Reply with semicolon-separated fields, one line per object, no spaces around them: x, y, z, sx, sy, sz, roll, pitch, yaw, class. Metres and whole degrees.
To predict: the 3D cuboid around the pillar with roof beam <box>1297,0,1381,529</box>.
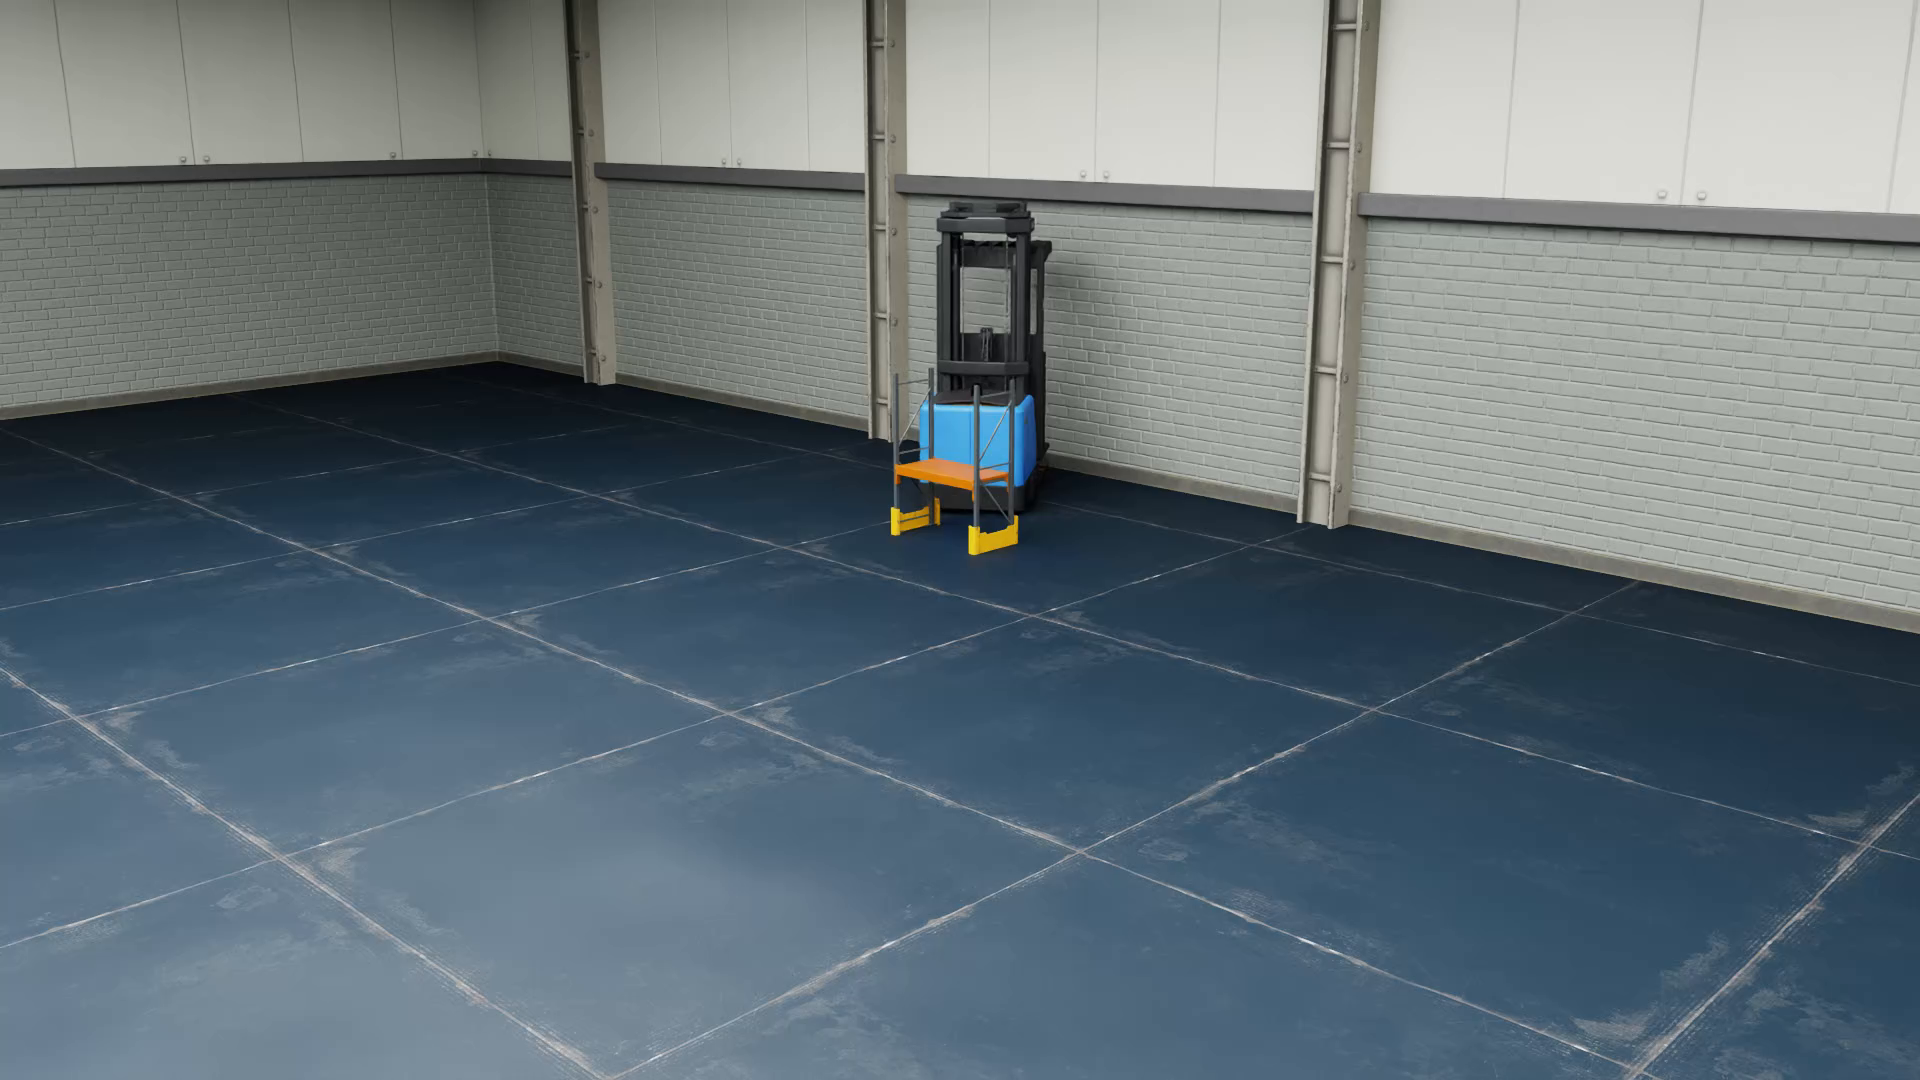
0.479;-3.739;11.752;0.400;9.000;9.100;14;20;42;pillar with roof beam

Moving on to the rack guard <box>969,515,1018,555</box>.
0.304;-0.047;14.935;0.087;0.250;0.587;14;20;42;rack guard

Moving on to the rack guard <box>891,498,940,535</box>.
-0.413;-0.221;15.604;0.087;0.250;0.587;14;20;42;rack guard

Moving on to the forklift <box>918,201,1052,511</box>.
0.348;-2.021;17.192;1.130;2.935;3.031;2;15;9;forklift

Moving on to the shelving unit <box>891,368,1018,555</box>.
-0.055;-0.739;15.112;1.083;1.500;0.587;14;20;42;shelving unit

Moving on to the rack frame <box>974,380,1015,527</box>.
0.305;-0.652;14.777;0.032;1.500;0.500;14;20;42;rack frame

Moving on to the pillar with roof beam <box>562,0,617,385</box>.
-8.159;-5.839;19.812;0.400;9.000;9.100;14;20;42;pillar with roof beam

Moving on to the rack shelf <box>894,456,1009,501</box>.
-0.061;-0.567;15.164;1.000;0.185;0.538;14;20;42;rack shelf

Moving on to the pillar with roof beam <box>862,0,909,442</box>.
-3.840;-4.789;15.782;0.400;9.000;9.100;14;20;42;pillar with roof beam

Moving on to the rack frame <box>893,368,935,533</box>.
-0.427;-0.830;15.460;0.032;1.500;0.500;14;20;42;rack frame
